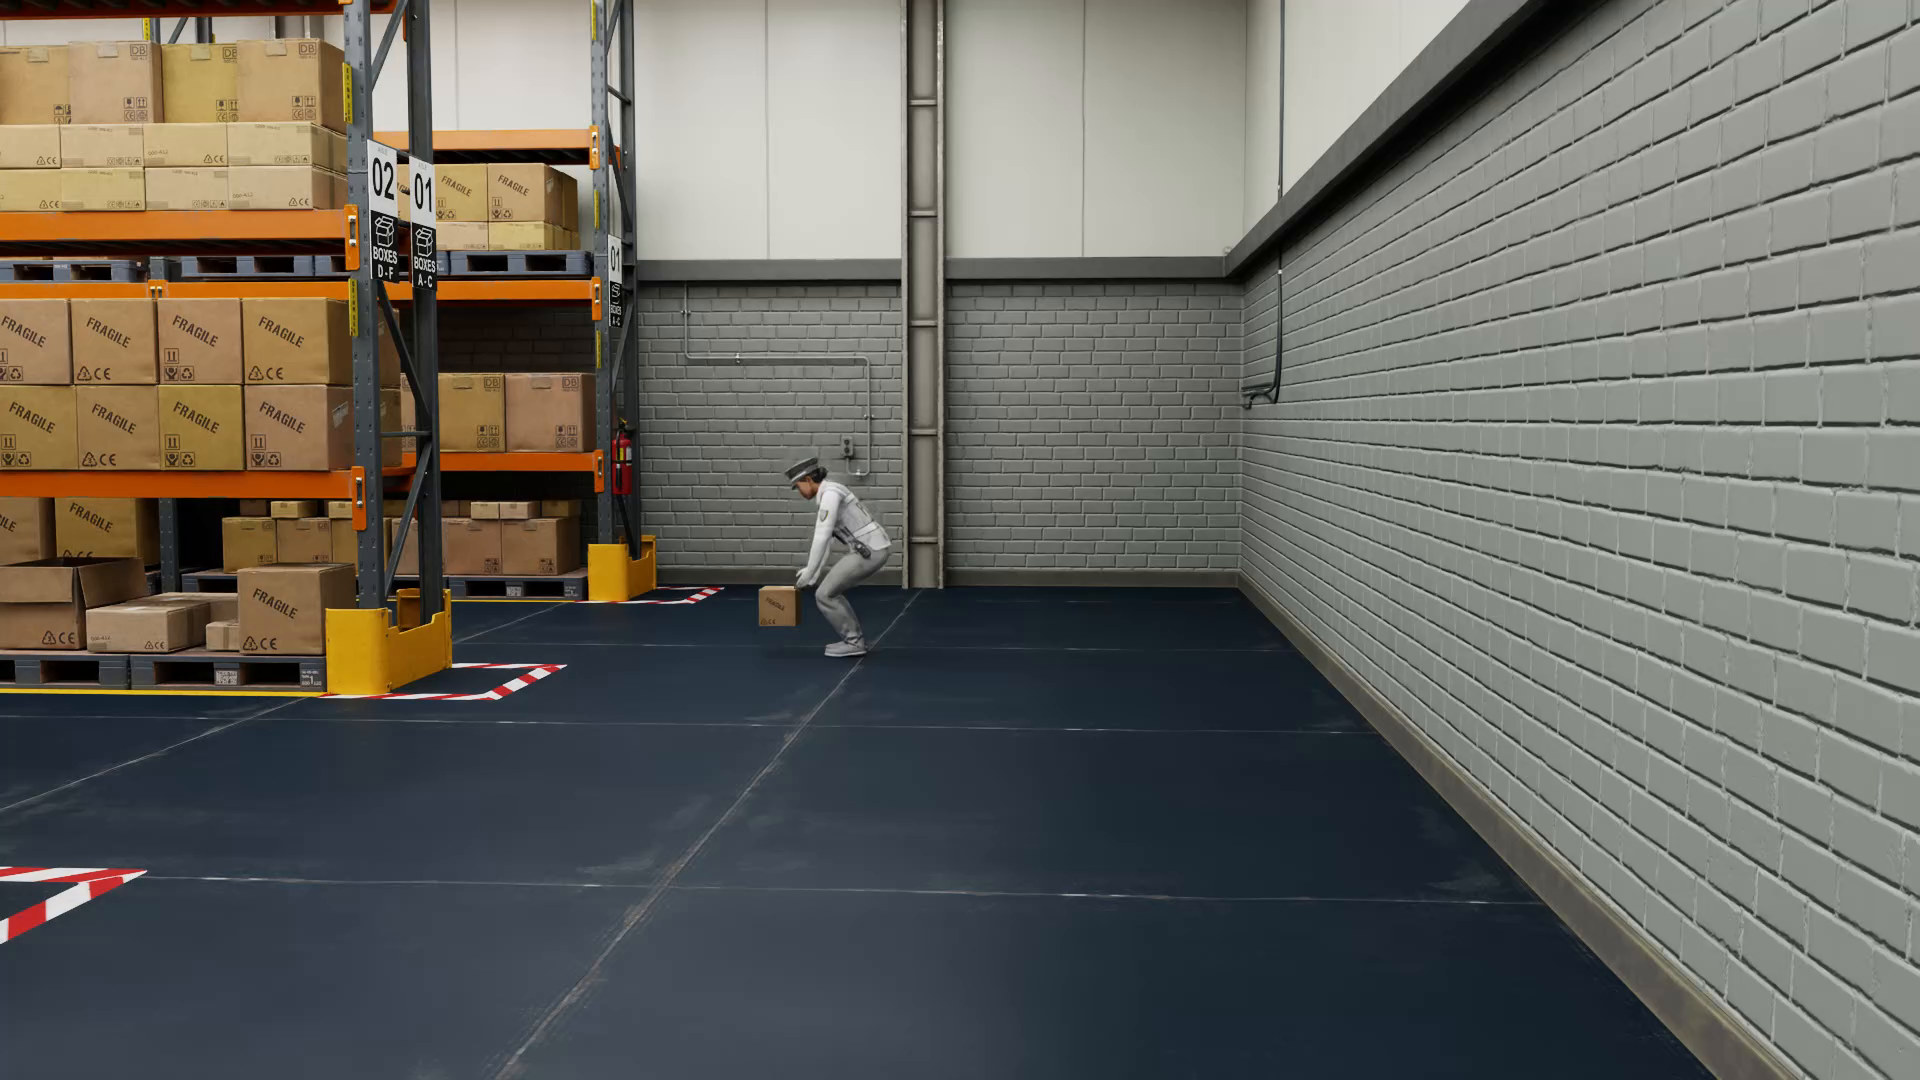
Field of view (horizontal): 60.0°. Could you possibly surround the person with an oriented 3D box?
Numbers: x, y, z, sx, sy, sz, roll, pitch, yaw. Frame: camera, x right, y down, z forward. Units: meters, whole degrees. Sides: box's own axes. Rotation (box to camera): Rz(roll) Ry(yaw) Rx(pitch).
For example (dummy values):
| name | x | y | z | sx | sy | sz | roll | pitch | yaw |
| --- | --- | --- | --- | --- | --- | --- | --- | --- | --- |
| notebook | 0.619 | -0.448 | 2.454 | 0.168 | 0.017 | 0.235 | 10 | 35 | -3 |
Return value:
| name | x | y | z | sx | sy | sz | roll | pitch | yaw |
| --- | --- | --- | --- | --- | --- | --- | --- | --- | --- |
| person | -0.831 | 0.114 | 11.277 | 0.723 | 1.349 | 0.535 | 0 | 4 | 4 |
